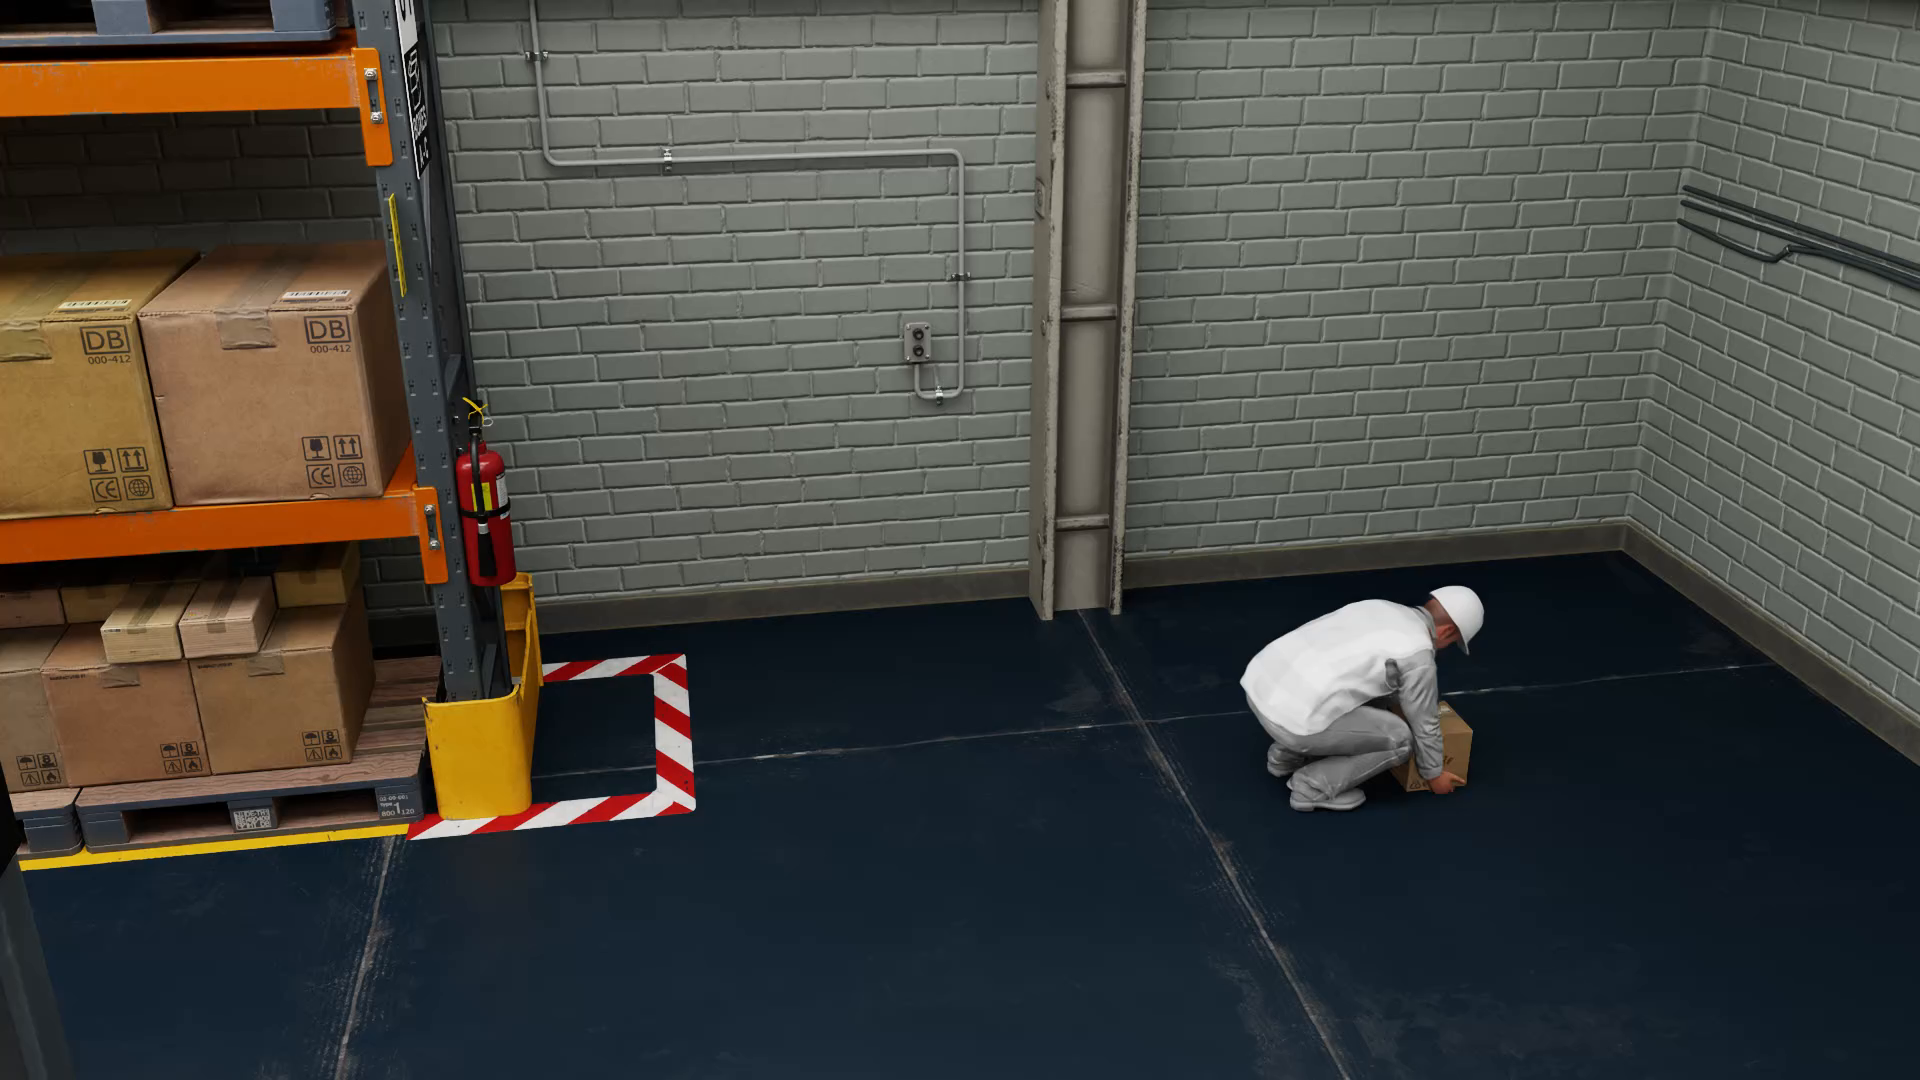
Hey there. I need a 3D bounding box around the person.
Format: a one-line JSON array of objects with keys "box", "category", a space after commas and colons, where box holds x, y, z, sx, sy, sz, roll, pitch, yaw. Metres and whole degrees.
[{"box": [1.566, 0.626, 6.450, 0.953, 0.860, 0.527, -4, 24, -10], "category": "person"}]
